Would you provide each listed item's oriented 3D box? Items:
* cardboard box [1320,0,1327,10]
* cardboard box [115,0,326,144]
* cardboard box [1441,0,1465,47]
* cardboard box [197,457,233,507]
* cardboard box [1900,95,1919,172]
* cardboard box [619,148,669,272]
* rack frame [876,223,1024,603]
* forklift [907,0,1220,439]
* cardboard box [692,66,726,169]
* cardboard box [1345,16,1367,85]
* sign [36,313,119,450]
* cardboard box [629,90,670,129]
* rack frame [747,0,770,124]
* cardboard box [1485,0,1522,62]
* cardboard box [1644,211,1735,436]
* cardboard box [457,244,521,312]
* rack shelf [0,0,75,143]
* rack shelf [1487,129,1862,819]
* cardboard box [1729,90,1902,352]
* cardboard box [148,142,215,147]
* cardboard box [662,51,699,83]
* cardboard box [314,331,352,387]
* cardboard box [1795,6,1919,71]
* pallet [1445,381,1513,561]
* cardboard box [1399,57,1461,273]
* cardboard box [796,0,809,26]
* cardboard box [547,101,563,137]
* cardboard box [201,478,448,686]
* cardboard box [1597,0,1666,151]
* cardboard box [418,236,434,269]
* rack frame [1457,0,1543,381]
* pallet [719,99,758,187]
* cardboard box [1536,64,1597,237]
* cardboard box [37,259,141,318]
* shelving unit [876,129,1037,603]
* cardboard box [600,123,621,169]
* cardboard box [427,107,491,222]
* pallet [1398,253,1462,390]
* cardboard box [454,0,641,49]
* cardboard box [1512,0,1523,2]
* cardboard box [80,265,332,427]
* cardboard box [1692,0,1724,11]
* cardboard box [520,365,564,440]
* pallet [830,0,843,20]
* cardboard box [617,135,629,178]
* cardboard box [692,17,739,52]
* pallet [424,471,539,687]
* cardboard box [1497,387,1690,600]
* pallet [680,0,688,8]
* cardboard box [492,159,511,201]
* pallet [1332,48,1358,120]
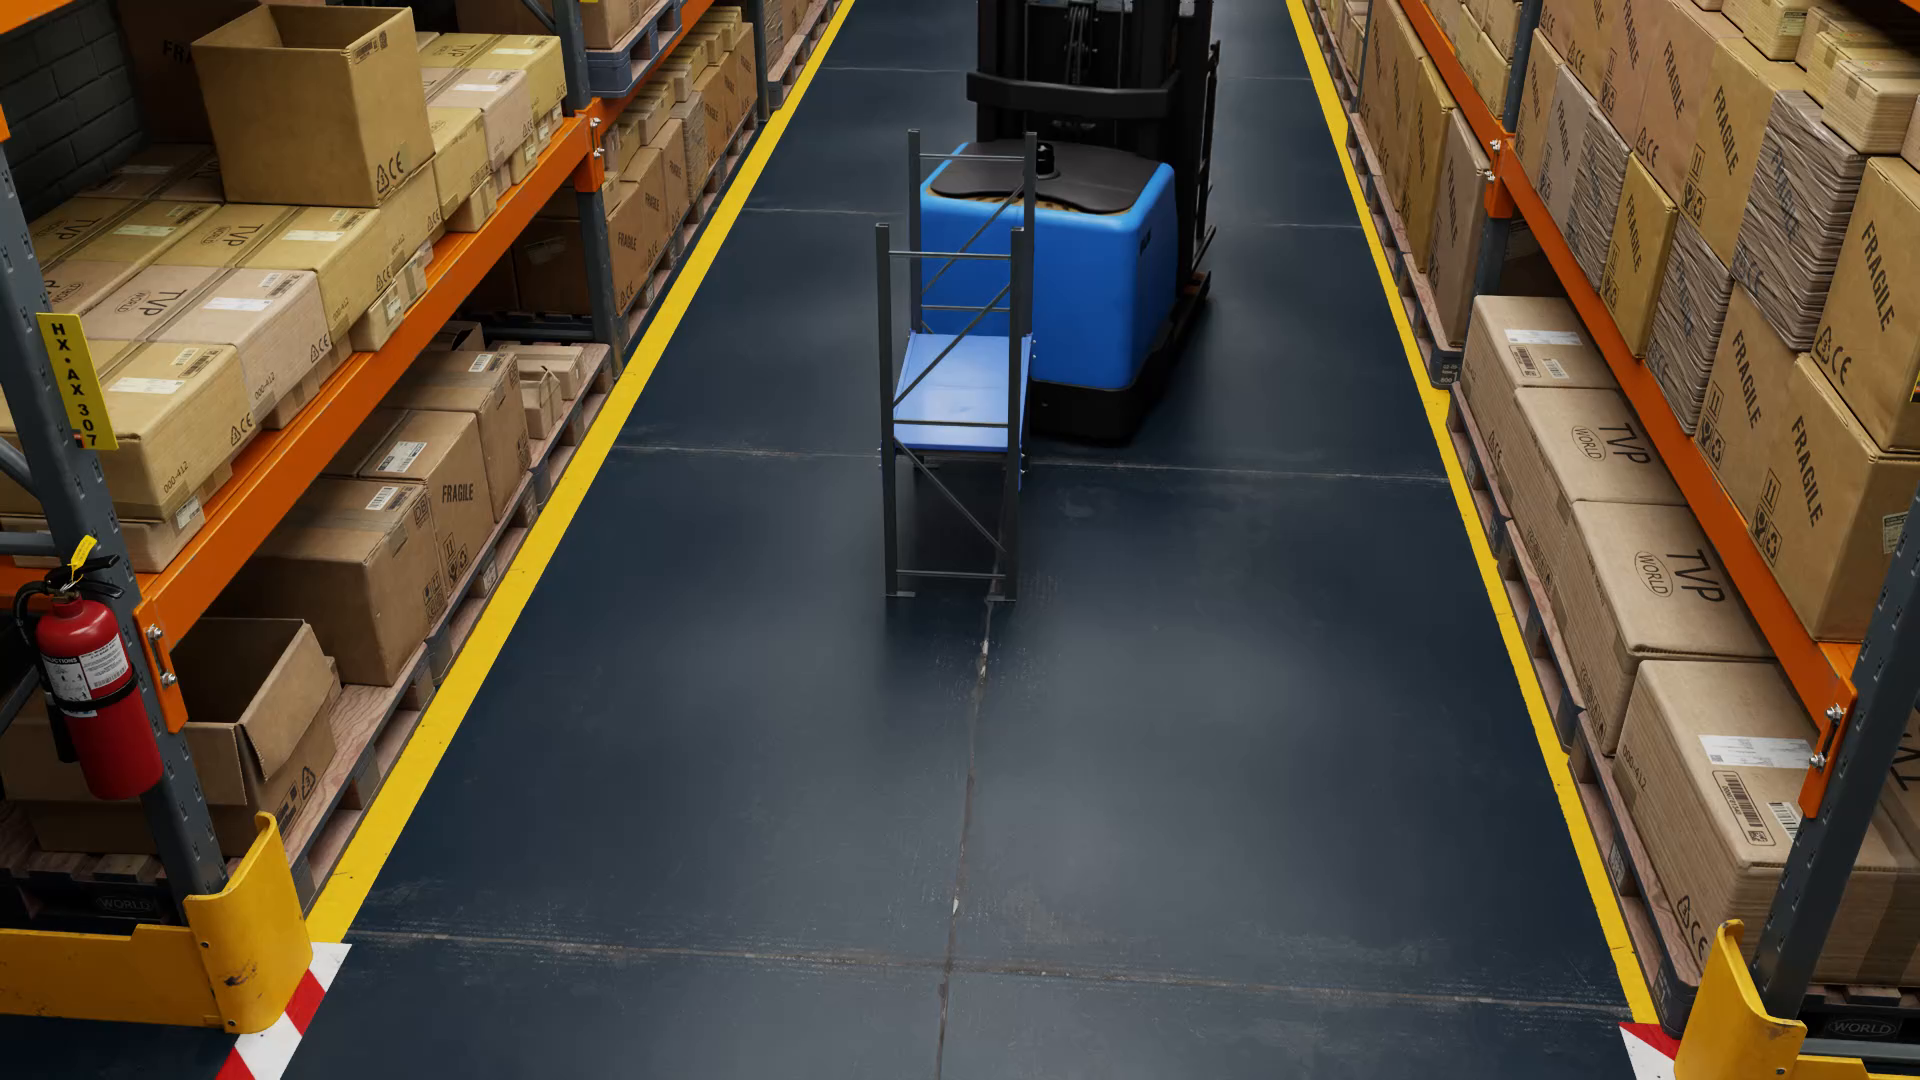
[{"bbox_3d":[3.365,-4.471,13.250,0.950,0.372,0.625,4,32,7],"label":"cardboard box"},{"bbox_3d":[-2.525,-1.703,5.798,0.500,0.500,0.500,2,32,3],"label":"cardboard box"},{"bbox_3d":[2.697,-2.589,8.234,0.500,0.250,0.500,2,32,3],"label":"cardboard box"},{"bbox_3d":[-2.189,-0.184,4.430,0.380,0.149,0.250,3,32,5],"label":"cardboard box"},{"bbox_3d":[2.310,-0.861,3.621,0.380,0.149,0.250,3,32,5],"label":"cardboard box"},{"bbox_3d":[-1.841,-1.725,8.672,0.500,0.500,0.500,2,32,3],"label":"cardboard box"},{"bbox_3d":[-0.034,-0.417,5.998,0.500,1.500,0.032,2,32,4],"label":"rack frame"},{"bbox_3d":[0.691,-2.457,7.943,1.130,2.935,3.031,9,33,15],"label":"forklift"},{"bbox_3d":[-1.724,-2.529,9.977,0.500,0.500,0.500,4,32,6],"label":"cardboard box"},{"bbox_3d":[3.191,-3.324,11.390,0.950,0.372,0.625,0,32,1],"label":"cardboard box"},{"bbox_3d":[-1.923,-0.342,3.620,0.100,0.325,0.005,2,32,4],"label":"sign"},{"bbox_3d":[-1.800,-2.340,9.052,0.380,0.149,0.250,4,32,6],"label":"cardboard box"},{"bbox_3d":[-1.813,-4.179,10.673,1.000,3.000,0.127,2,32,4],"label":"rack frame"},{"bbox_3d":[2.603,-2.268,7.237,0.500,0.250,0.500,2,32,4],"label":"cardboard box"},{"bbox_3d":[2.347,-0.623,4.807,0.500,0.500,0.500,3,32,5],"label":"cardboard box"},{"bbox_3d":[-2.393,-1.472,8.261,0.500,0.500,0.500,2,32,4],"label":"cardboard box"},{"bbox_3d":[-2.301,-2.013,4.984,1.077,0.370,4.000,2,32,4],"label":"rack shelf"},{"bbox_3d":[2.646,-0.526,5.430,1.077,0.370,4.000,2,32,4],"label":"rack shelf"},{"bbox_3d":[2.299,-0.791,4.126,0.500,0.500,0.500,3,32,4],"label":"cardboard box"},{"bbox_3d":[-2.526,-1.371,5.975,0.500,0.250,0.500,3,32,5],"label":"cardboard box"},{"bbox_3d":[-1.744,-2.755,9.725,0.380,0.149,0.250,2,32,3],"label":"cardboard box"},{"bbox_3d":[-2.105,-0.592,5.091,0.380,0.149,0.250,3,32,5],"label":"cardboard box"},{"bbox_3d":[2.401,-1.263,4.273,0.380,0.149,0.250,2,32,4],"label":"cardboard box"},{"bbox_3d":[2.669,-0.296,7.030,1.003,0.211,1.213,2,32,4],"label":"pallet"},{"bbox_3d":[2.846,-1.952,8.684,0.875,0.875,0.875,3,32,5],"label":"cardboard box"},{"bbox_3d":[-1.648,-4.367,12.840,0.875,0.625,0.625,1,32,2],"label":"cardboard box"},{"bbox_3d":[-1.912,-1.803,7.057,0.380,0.149,0.250,3,32,5],"label":"cardboard box"},{"bbox_3d":[-2.211,0.128,5.665,0.700,0.500,0.500,4,32,6],"label":"cardboard box"},{"bbox_3d":[2.429,-1.576,5.400,0.500,0.500,0.500,3,32,5],"label":"cardboard box"},{"bbox_3d":[-2.056,-0.997,5.749,0.380,0.149,0.250,2,32,4],"label":"cardboard box"},{"bbox_3d":[2.809,-1.878,6.938,1.000,3.000,0.127,2,32,4],"label":"rack frame"},{"bbox_3d":[-1.911,-2.603,10.773,1.003,0.211,1.213,2,32,4],"label":"pallet"},{"bbox_3d":[2.465,-1.423,6.105,0.500,0.500,0.500,3,32,4],"label":"cardboard box"},{"bbox_3d":[-2.648,-0.580,4.692,0.500,0.250,0.500,3,32,4],"label":"cardboard box"},{"bbox_3d":[0.007,-0.683,6.429,0.538,1.500,1.048,2,32,4],"label":"shelving unit"},{"bbox_3d":[-1.870,-1.919,8.086,0.380,0.149,0.250,1,32,2],"label":"cardboard box"},{"bbox_3d":[-2.016,-1.351,5.943,0.500,0.250,0.500,2,32,4],"label":"cardboard box"},{"bbox_3d":[2.797,-1.097,8.329,1.003,0.211,1.213,2,32,4],"label":"pallet"},{"bbox_3d":[-1.876,-2.553,7.537,0.700,0.500,0.500,3,32,5],"label":"cardboard box"},{"bbox_3d":[2.595,-2.590,7.046,0.500,0.500,0.500,3,32,6],"label":"cardboard box"},{"bbox_3d":[-2.118,-0.548,4.640,0.500,0.250,0.500,3,32,5],"label":"cardboard box"},{"bbox_3d":[2.382,-1.673,4.938,0.380,0.149,0.250,3,32,4],"label":"cardboard box"},{"bbox_3d":[-1.920,-0.612,7.090,0.396,0.266,0.258,4,32,6],"label":"cardboard box"},{"bbox_3d":[-1.508,-4.697,14.170,1.003,0.211,1.213,2,32,4],"label":"pallet"},{"bbox_3d":[-1.889,-1.938,8.399,0.380,0.149,0.250,1,32,1],"label":"cardboard box"},{"bbox_3d":[-1.592,-3.157,10.378,0.380,0.149,0.250,1,32,1],"label":"cardboard box"},{"bbox_3d":[-2.292,0.098,6.390,1.003,0.211,1.213,2,32,4],"label":"pallet"},{"bbox_3d":[2.579,-0.174,6.215,0.875,0.438,0.875,2,32,3],"label":"cardboard box"},{"bbox_3d":[-1.966,-3.081,9.073,1.003,0.211,1.213,2,32,4],"label":"pallet"},{"bbox_3d":[-1.957,-1.393,6.391,0.380,0.149,0.250,3,32,5],"label":"cardboard box"},{"bbox_3d":[3.200,-3.191,11.726,1.003,0.211,1.213,2,32,4],"label":"pallet"}]
